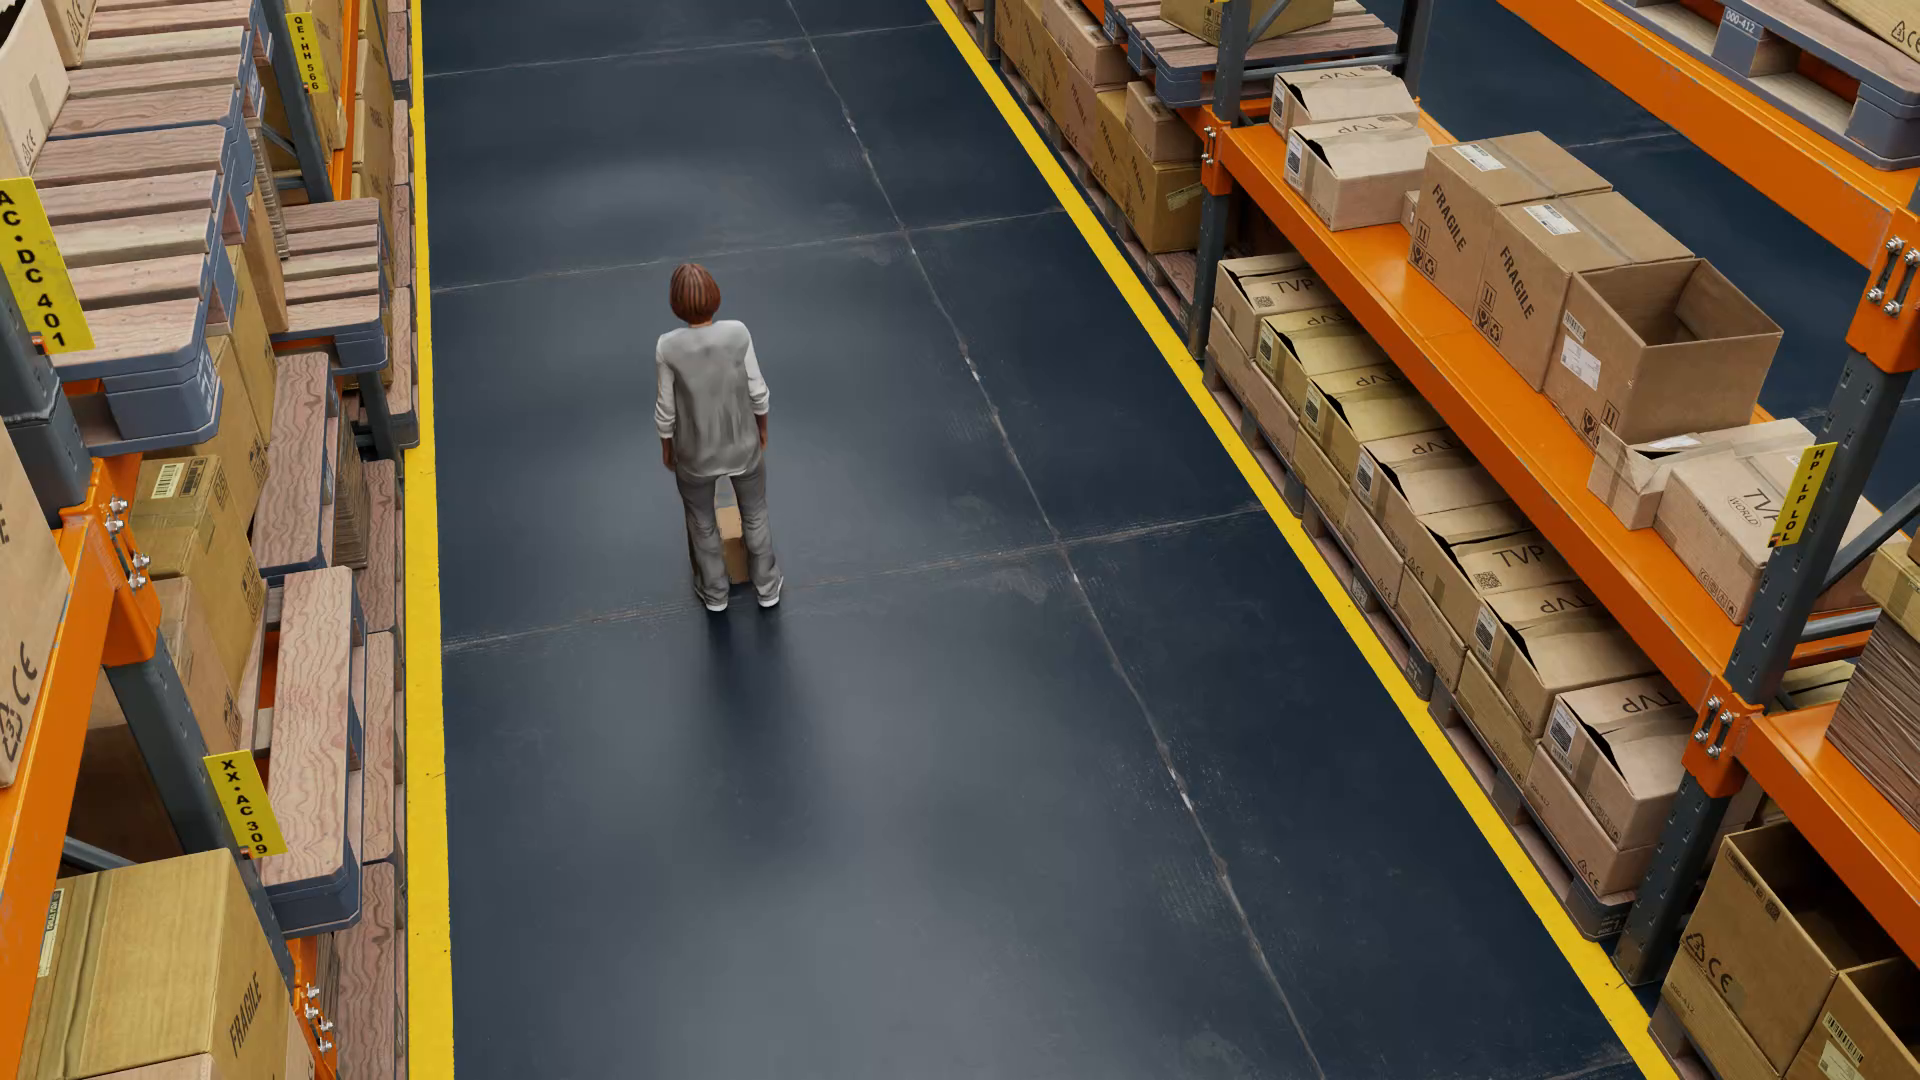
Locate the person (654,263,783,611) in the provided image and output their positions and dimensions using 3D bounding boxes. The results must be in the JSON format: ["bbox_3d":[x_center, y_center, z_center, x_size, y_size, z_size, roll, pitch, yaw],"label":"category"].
[{"bbox_3d":[-0.970,-0.369,6.622,0.460,1.593,0.374,-11,40,-13],"label":"person"}]
